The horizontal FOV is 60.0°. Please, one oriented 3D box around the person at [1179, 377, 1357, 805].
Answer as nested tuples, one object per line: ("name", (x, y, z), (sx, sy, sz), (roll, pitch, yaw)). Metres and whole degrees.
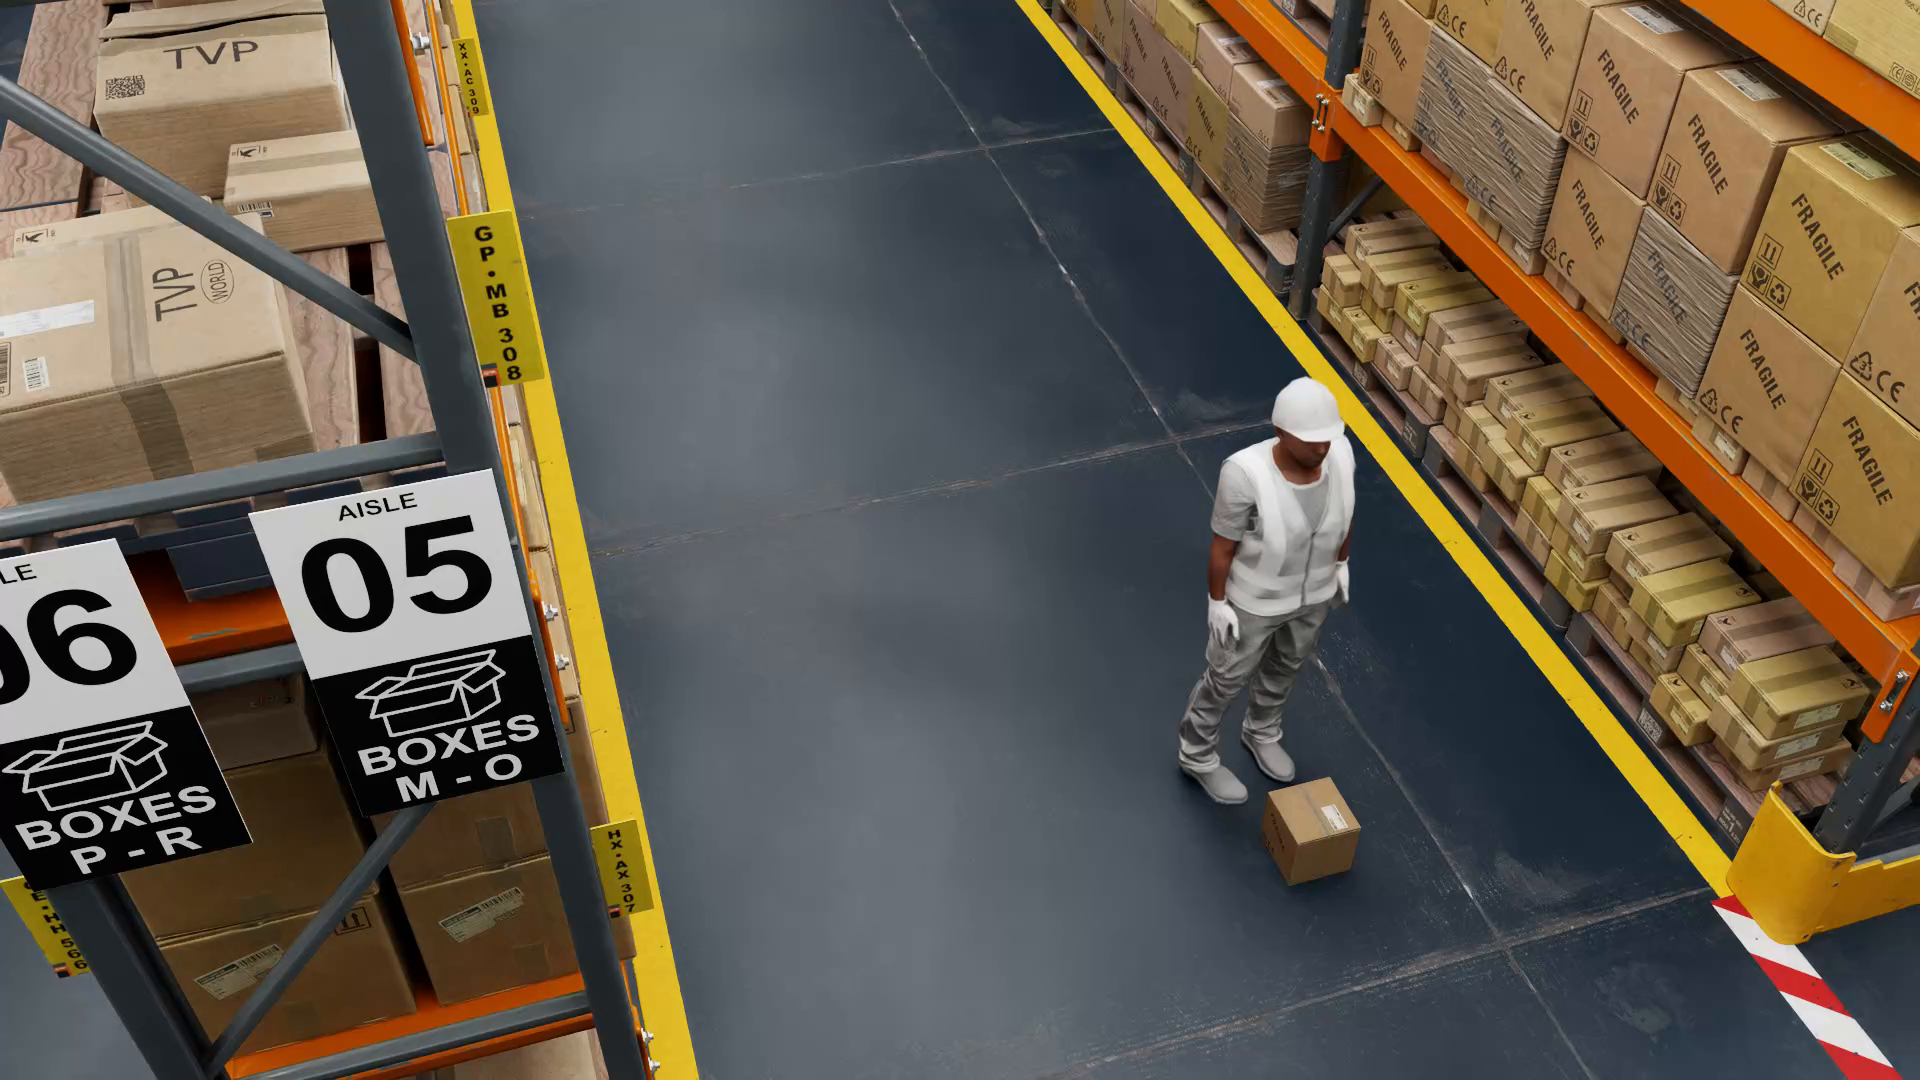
("person", (1.136, 0.190, 5.927), (0.614, 1.799, 0.388), (-16, 44, -17))
